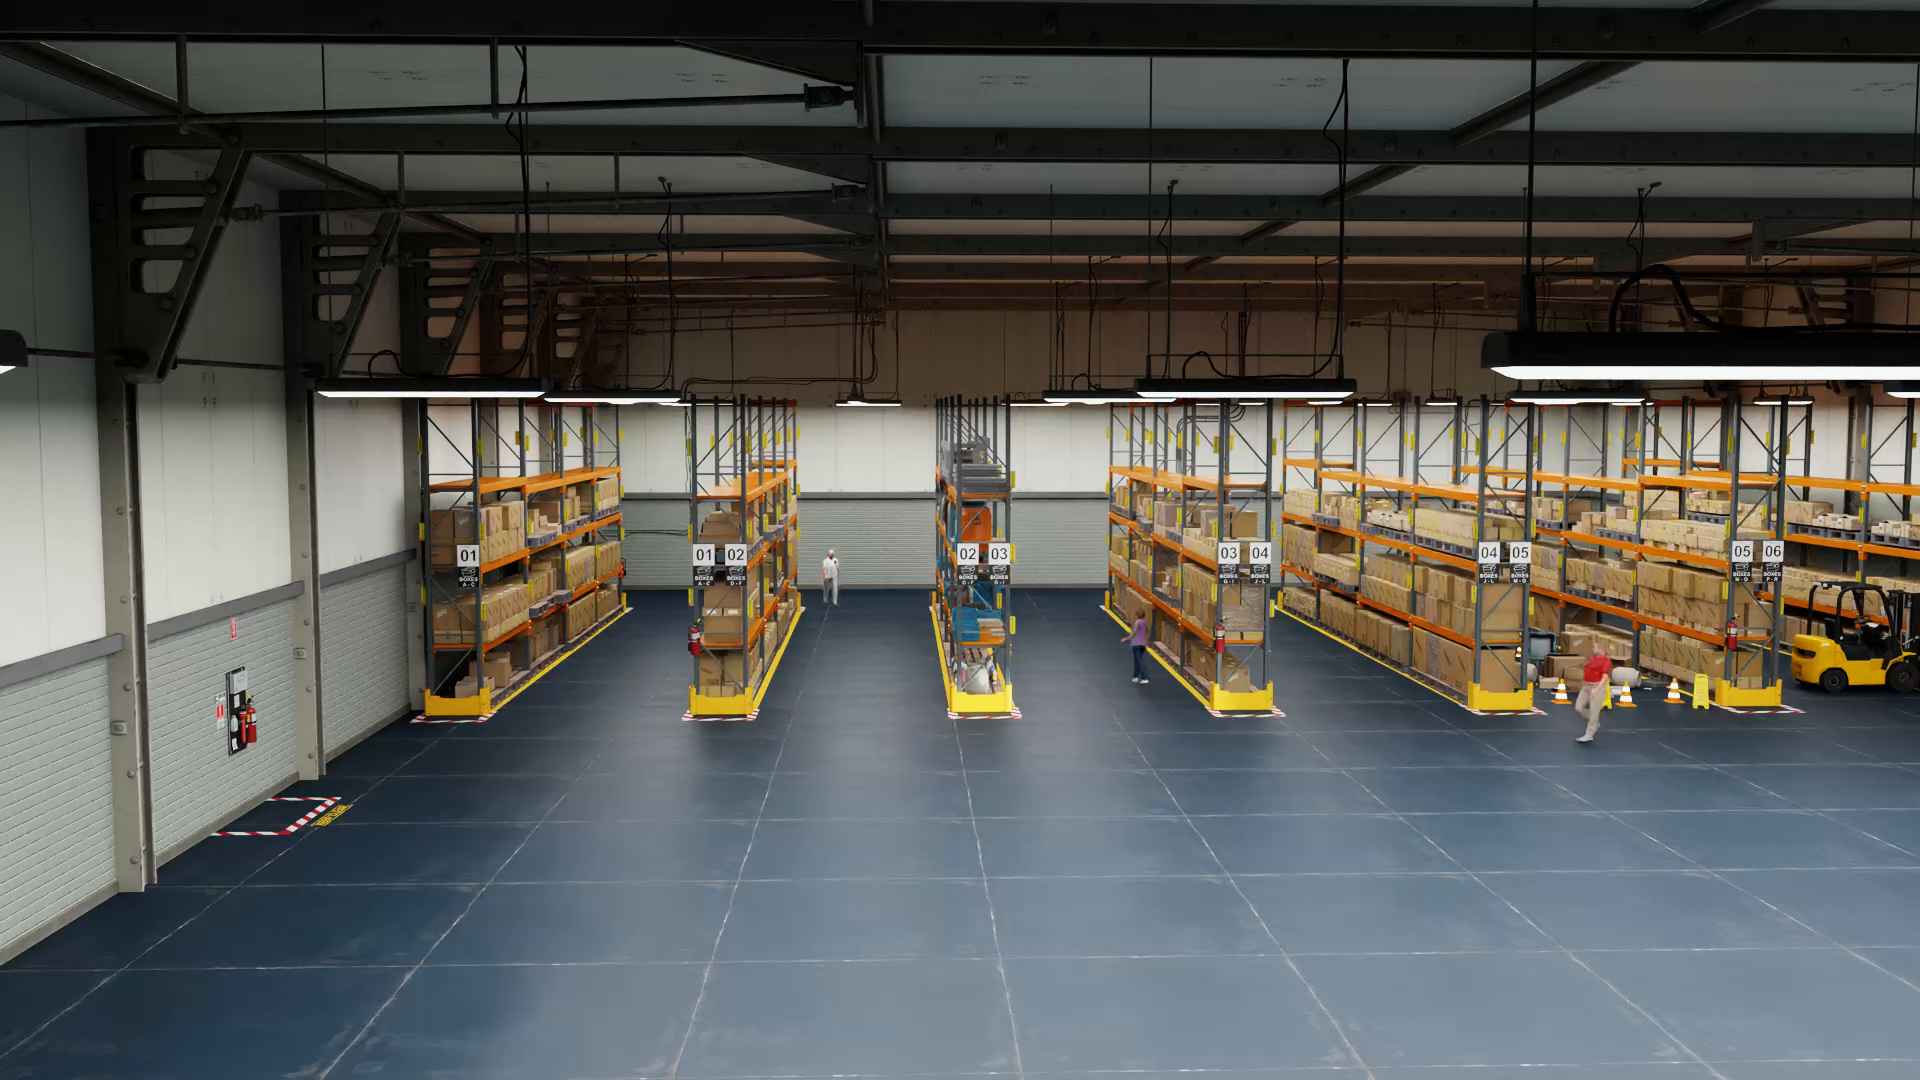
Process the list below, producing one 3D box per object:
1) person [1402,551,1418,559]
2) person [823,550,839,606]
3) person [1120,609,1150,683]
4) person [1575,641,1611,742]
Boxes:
[{"bbox_3d":[13.636,0.870,50.713,0.523,1.744,0.524,-2,5,-20],"label":"person"},{"bbox_3d":[-3.773,1.089,48.597,0.501,1.619,0.940,-1,5,-13],"label":"person"},{"bbox_3d":[3.741,2.239,34.752,0.559,1.636,0.703,-3,6,-36],"label":"person"},{"bbox_3d":[10.898,2.604,28.731,0.614,1.710,0.600,-3,5,-31],"label":"person"}]
